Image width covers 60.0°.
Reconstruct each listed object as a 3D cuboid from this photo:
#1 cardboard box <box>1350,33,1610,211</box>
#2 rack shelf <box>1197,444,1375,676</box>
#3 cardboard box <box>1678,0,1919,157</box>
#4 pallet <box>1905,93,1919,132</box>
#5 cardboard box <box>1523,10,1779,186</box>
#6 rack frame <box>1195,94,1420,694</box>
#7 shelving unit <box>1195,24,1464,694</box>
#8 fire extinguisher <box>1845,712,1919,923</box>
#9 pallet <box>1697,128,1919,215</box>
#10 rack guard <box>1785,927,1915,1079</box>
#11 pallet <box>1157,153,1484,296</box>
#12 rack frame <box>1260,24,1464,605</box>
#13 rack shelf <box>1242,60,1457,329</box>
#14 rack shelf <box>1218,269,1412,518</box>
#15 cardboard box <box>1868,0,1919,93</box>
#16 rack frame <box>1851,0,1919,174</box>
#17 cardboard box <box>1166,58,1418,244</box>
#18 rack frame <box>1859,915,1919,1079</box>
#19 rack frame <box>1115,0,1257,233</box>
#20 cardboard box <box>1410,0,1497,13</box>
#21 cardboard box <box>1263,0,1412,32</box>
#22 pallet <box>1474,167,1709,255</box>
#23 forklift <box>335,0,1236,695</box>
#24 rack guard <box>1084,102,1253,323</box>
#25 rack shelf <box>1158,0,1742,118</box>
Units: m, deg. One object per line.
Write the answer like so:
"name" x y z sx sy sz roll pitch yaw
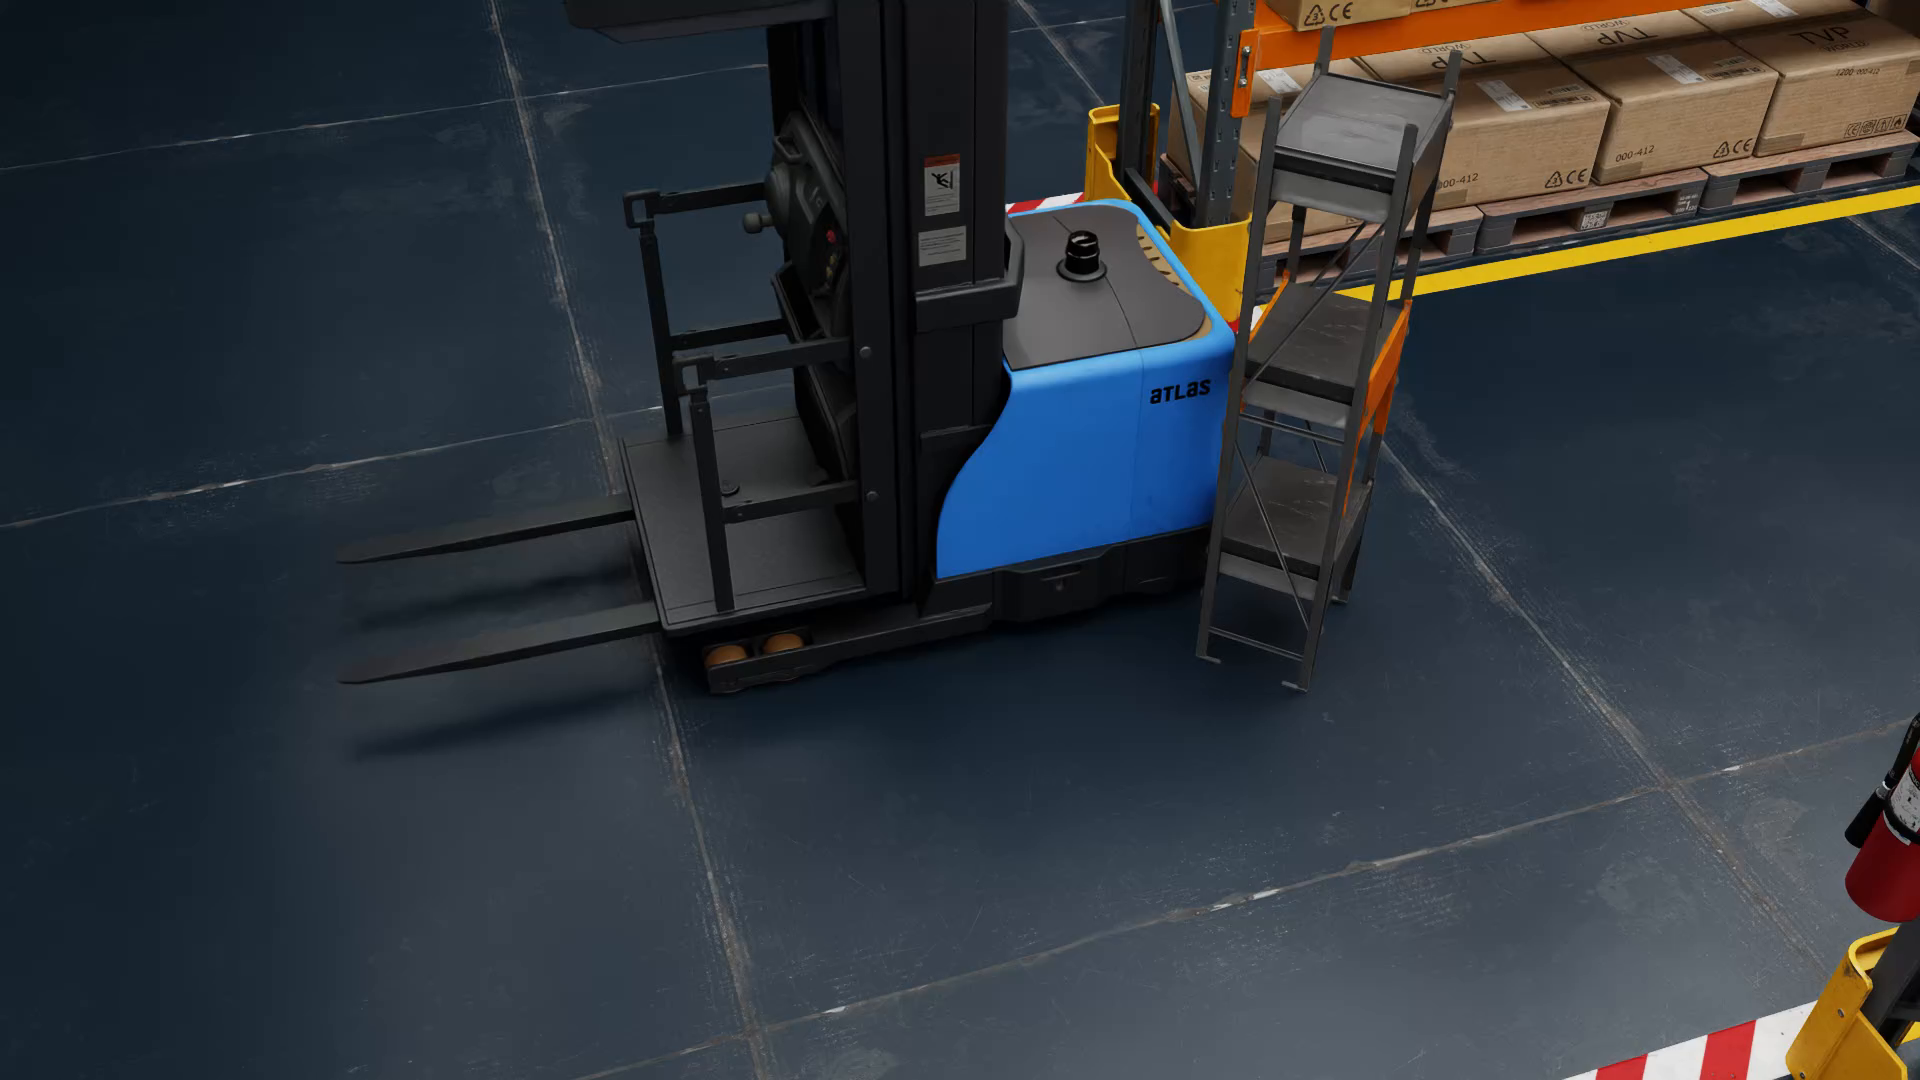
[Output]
"cardboard box" 2.418 -2.016 7.906 0.875 0.438 0.875 -11 42 -12
"rack shelf" 1.107 0.063 5.666 0.431 0.518 0.480 18 44 19
"cardboard box" 4.132 -2.370 8.312 0.875 0.438 0.875 -12 43 -14
"pallet" 5.476 -2.384 8.818 1.213 0.211 1.003 -12 42 -13
"cardboard box" 3.278 -2.193 8.109 0.875 0.438 0.875 -13 43 -14
"rack frame" 1.000 -0.330 5.032 0.400 2.100 0.015 18 44 19
"shelving unit" 1.107 -0.474 5.197 0.431 2.100 0.503 18 44 19
"fire extinguisher" 2.152 0.573 3.657 0.183 0.674 0.296 -12 42 -13
"pallet" 4.014 -2.083 8.473 1.213 0.211 1.003 -12 42 -13
"rack guard" 2.604 1.569 4.074 0.348 0.500 1.175 -12 42 -13
"pallet" 1.687 -1.600 7.921 1.213 0.211 1.003 -12 42 -13
"rack frame" 1.214 -0.618 5.362 0.400 2.100 0.015 18 44 19
"rack shelf" 1.107 -0.991 4.745 0.431 0.518 0.480 18 44 19
"rack shelf" 1.107 -0.464 5.206 0.431 0.518 0.480 18 44 19
"cardboard box" 5.330 -2.765 8.430 0.875 0.875 0.875 -10 42 -12
"rack frame" 4.763 -3.234 7.672 0.127 3.000 1.000 -12 42 -13
"cardboard box" 1.547 -1.830 7.693 0.875 0.438 0.875 -13 43 -15
"rack frame" 2.531 0.643 3.234 0.127 3.000 1.000 -12 42 -13
"rack frame" 0.948 -2.443 6.767 0.127 3.000 1.000 -12 42 -13
"cardboard box" 1.966 -2.513 6.771 0.500 0.500 0.500 -12 43 -14
"cardboard box" 1.492 -2.396 6.636 0.500 0.500 0.500 -12 43 -13
"pallet" 2.848 -1.839 8.195 1.213 0.211 1.003 -12 42 -13
"forklift" -0.659 -0.973 5.136 3.031 2.935 1.130 -11 42 -13
"rack guard" 0.925 -1.497 7.584 0.348 0.500 1.175 -12 42 -13
"rack shelf" 2.855 -2.568 7.456 4.000 0.370 1.077 -12 42 -13
